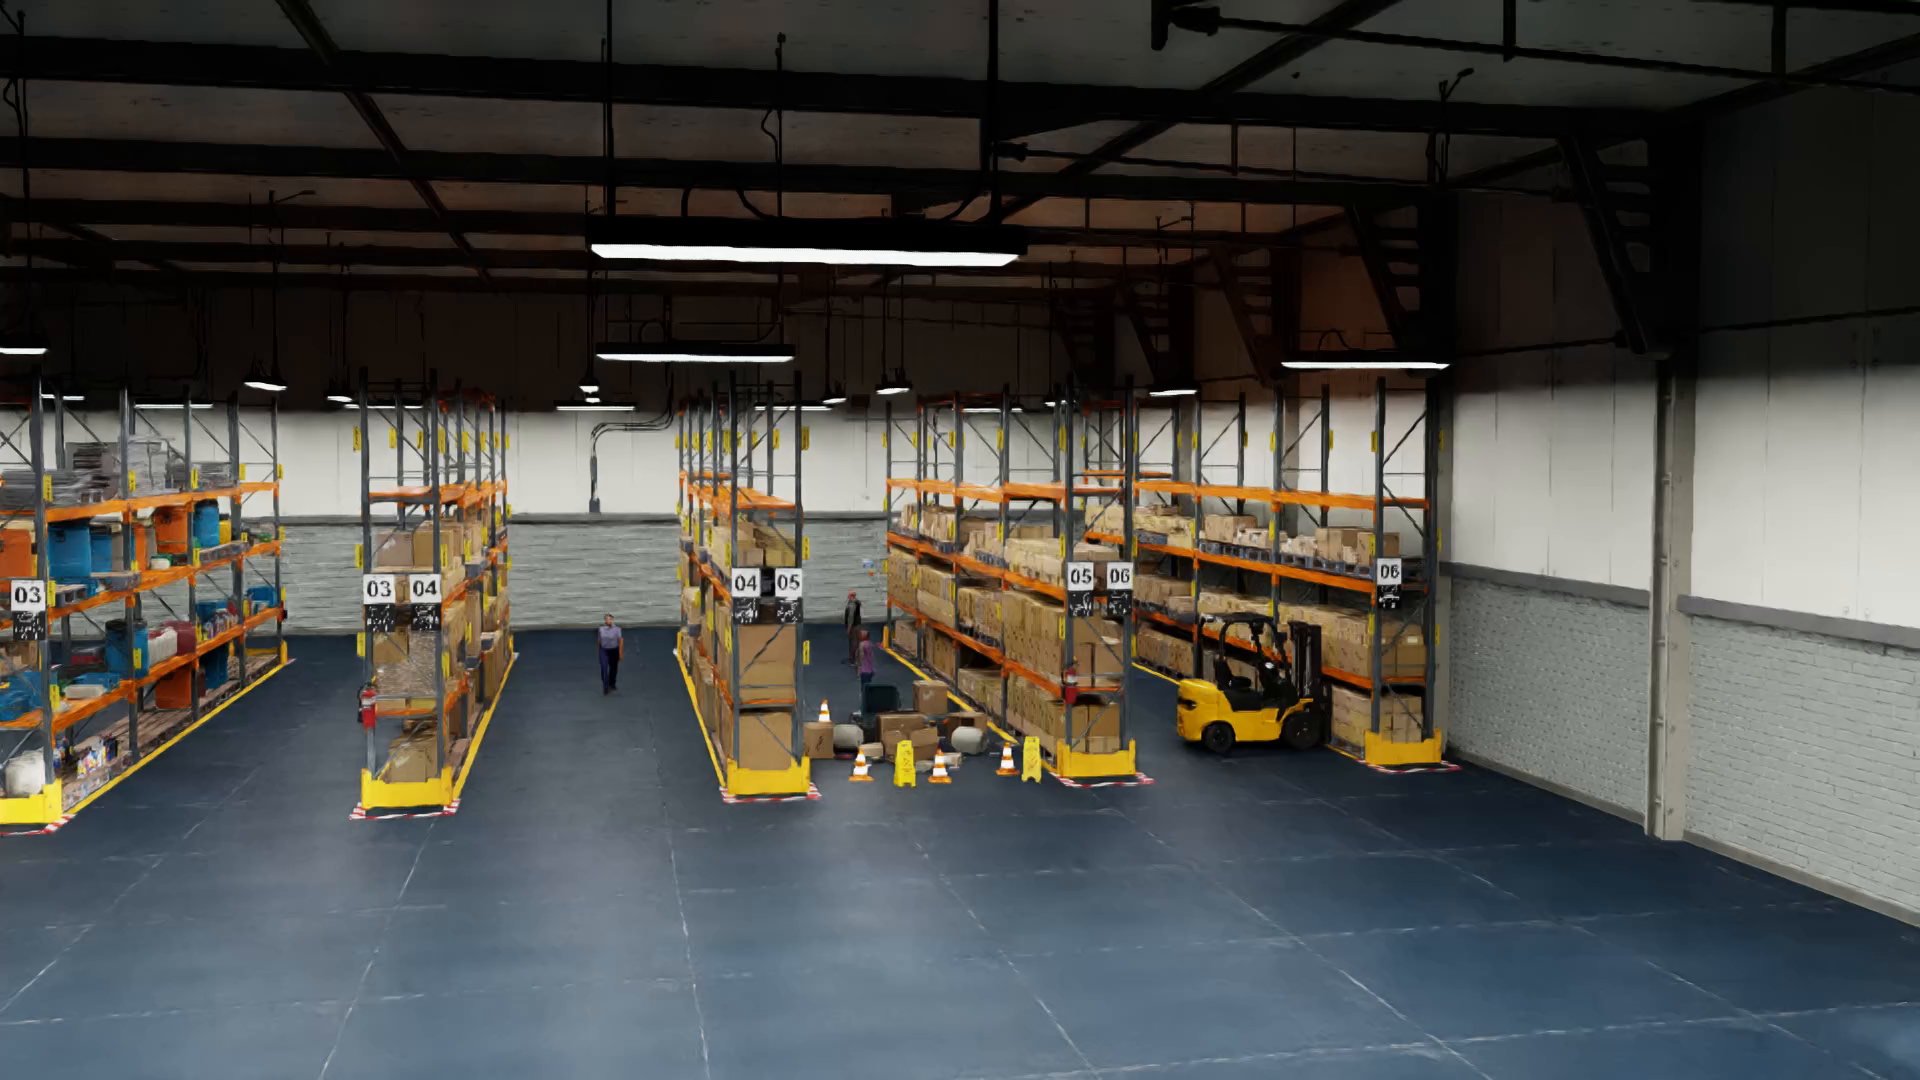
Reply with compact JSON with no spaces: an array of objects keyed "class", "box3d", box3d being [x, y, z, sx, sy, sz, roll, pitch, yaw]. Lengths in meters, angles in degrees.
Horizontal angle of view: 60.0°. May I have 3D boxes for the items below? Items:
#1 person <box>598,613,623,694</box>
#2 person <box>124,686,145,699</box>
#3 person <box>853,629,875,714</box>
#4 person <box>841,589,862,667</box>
[{"class":"person","box3d":[-6.952,2.239,33.100,0.491,1.577,1.001,-1,3,-13]},{"class":"person","box3d":[-16.127,2.171,32.369,0.648,1.772,0.698,0,3,6]},{"class":"person","box3d":[-1.732,2.401,30.080,0.529,1.591,0.523,1,4,18]},{"class":"person","box3d":[-2.395,1.938,36.876,0.548,1.710,0.607,0,3,5]}]
